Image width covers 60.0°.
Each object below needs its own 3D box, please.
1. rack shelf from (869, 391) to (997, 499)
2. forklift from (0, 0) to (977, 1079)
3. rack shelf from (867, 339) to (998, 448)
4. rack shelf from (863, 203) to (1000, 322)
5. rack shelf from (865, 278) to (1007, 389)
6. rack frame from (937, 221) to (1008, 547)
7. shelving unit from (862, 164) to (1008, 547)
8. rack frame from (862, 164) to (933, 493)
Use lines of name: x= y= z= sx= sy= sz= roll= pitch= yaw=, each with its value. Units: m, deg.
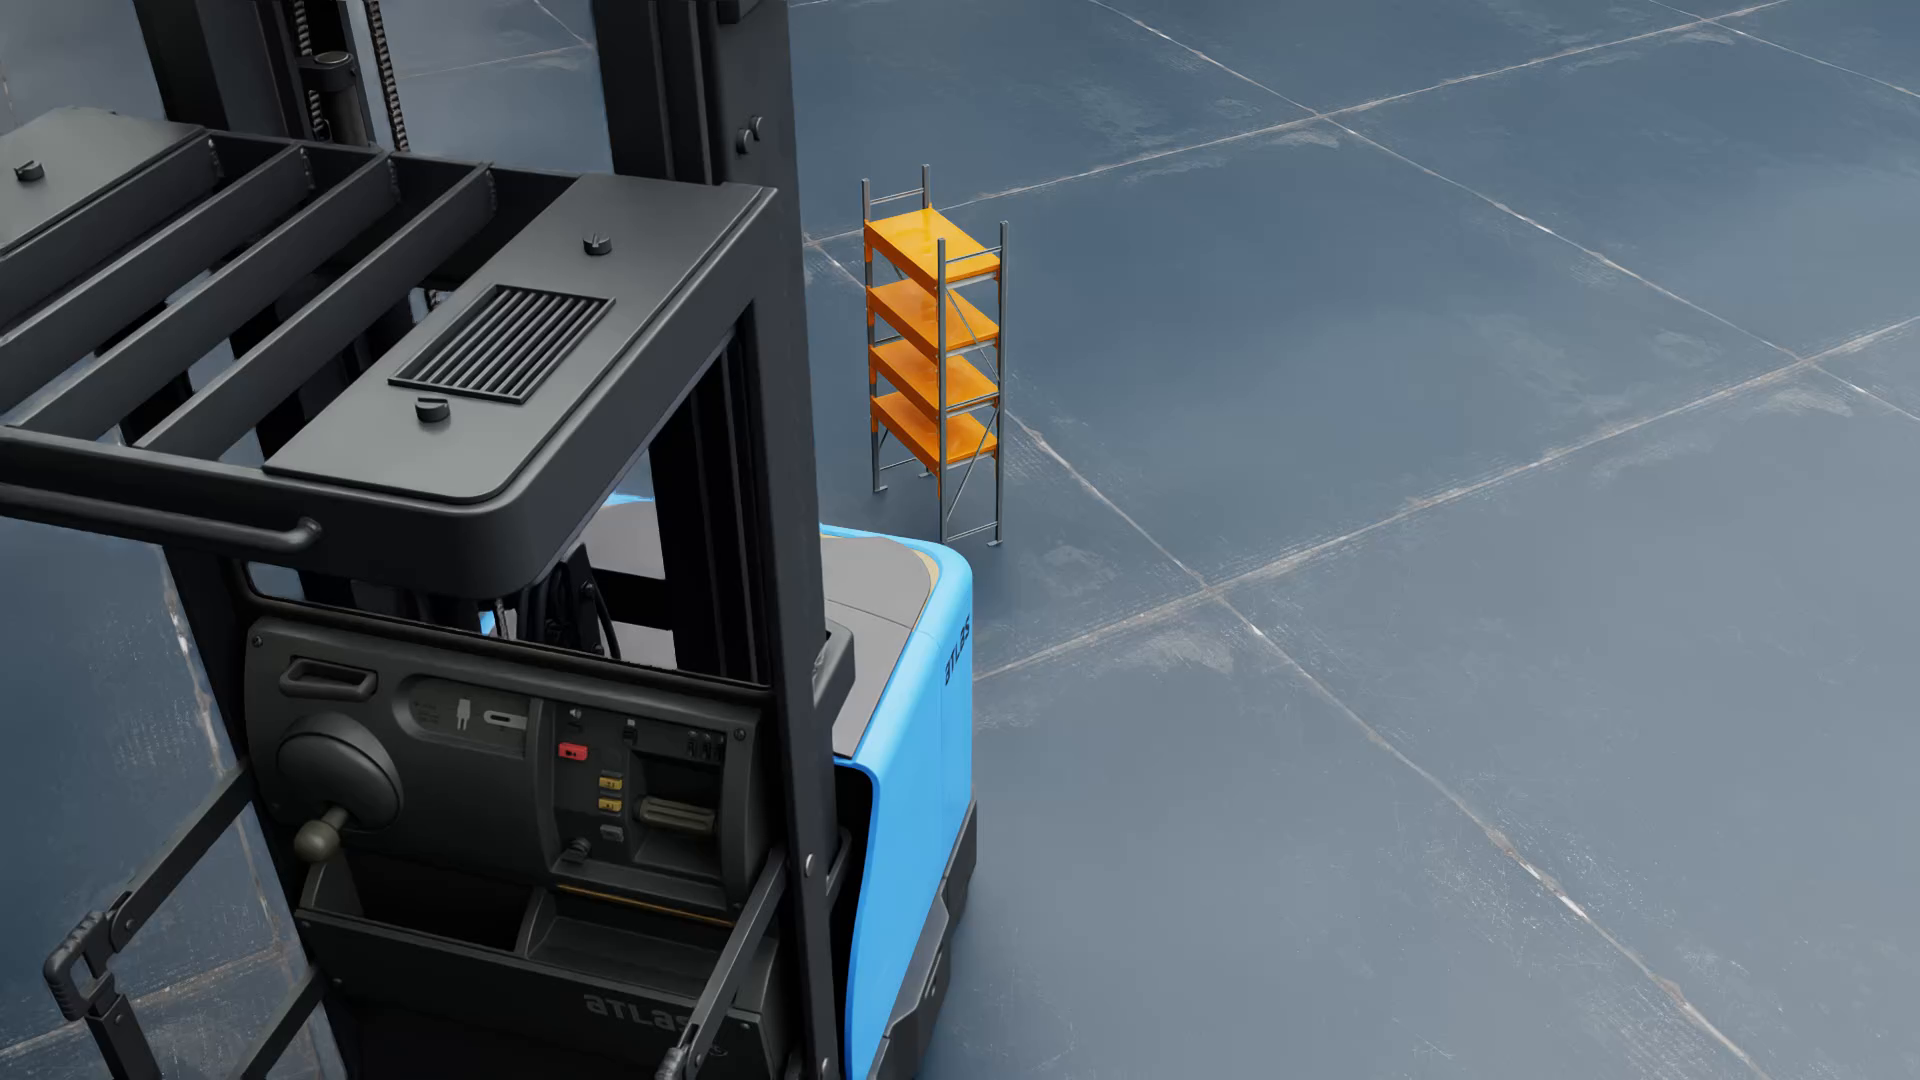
rack shelf: x=-0.083 y=-0.354 z=5.668 sx=0.258 sy=0.148 sz=0.480 roll=-19 pitch=40 yaw=-24
forklift: x=-0.837 y=0.462 z=2.632 sx=1.130 sy=2.935 sz=3.031 roll=9 pitch=37 yaw=12
rack shelf: x=-0.083 y=-0.515 z=5.551 sx=0.258 sy=0.148 sz=0.480 roll=-19 pitch=40 yaw=-24
rack shelf: x=-0.083 y=-0.886 z=5.280 sx=0.258 sy=0.148 sz=0.480 roll=-19 pitch=40 yaw=-24
rack shelf: x=-0.083 y=-0.695 z=5.419 sx=0.258 sy=0.148 sz=0.480 roll=-19 pitch=40 yaw=-24
rack frame: x=0.039 y=-0.445 z=5.341 sx=0.240 sy=1.200 sz=0.015 roll=-19 pitch=40 yaw=-24
shelving unit: x=-0.083 y=-0.569 z=5.512 sx=0.258 sy=1.200 sz=0.503 roll=-19 pitch=40 yaw=-24
rack frame: x=-0.206 y=-0.693 z=5.682 sx=0.240 sy=1.200 sz=0.015 roll=-19 pitch=40 yaw=-24
